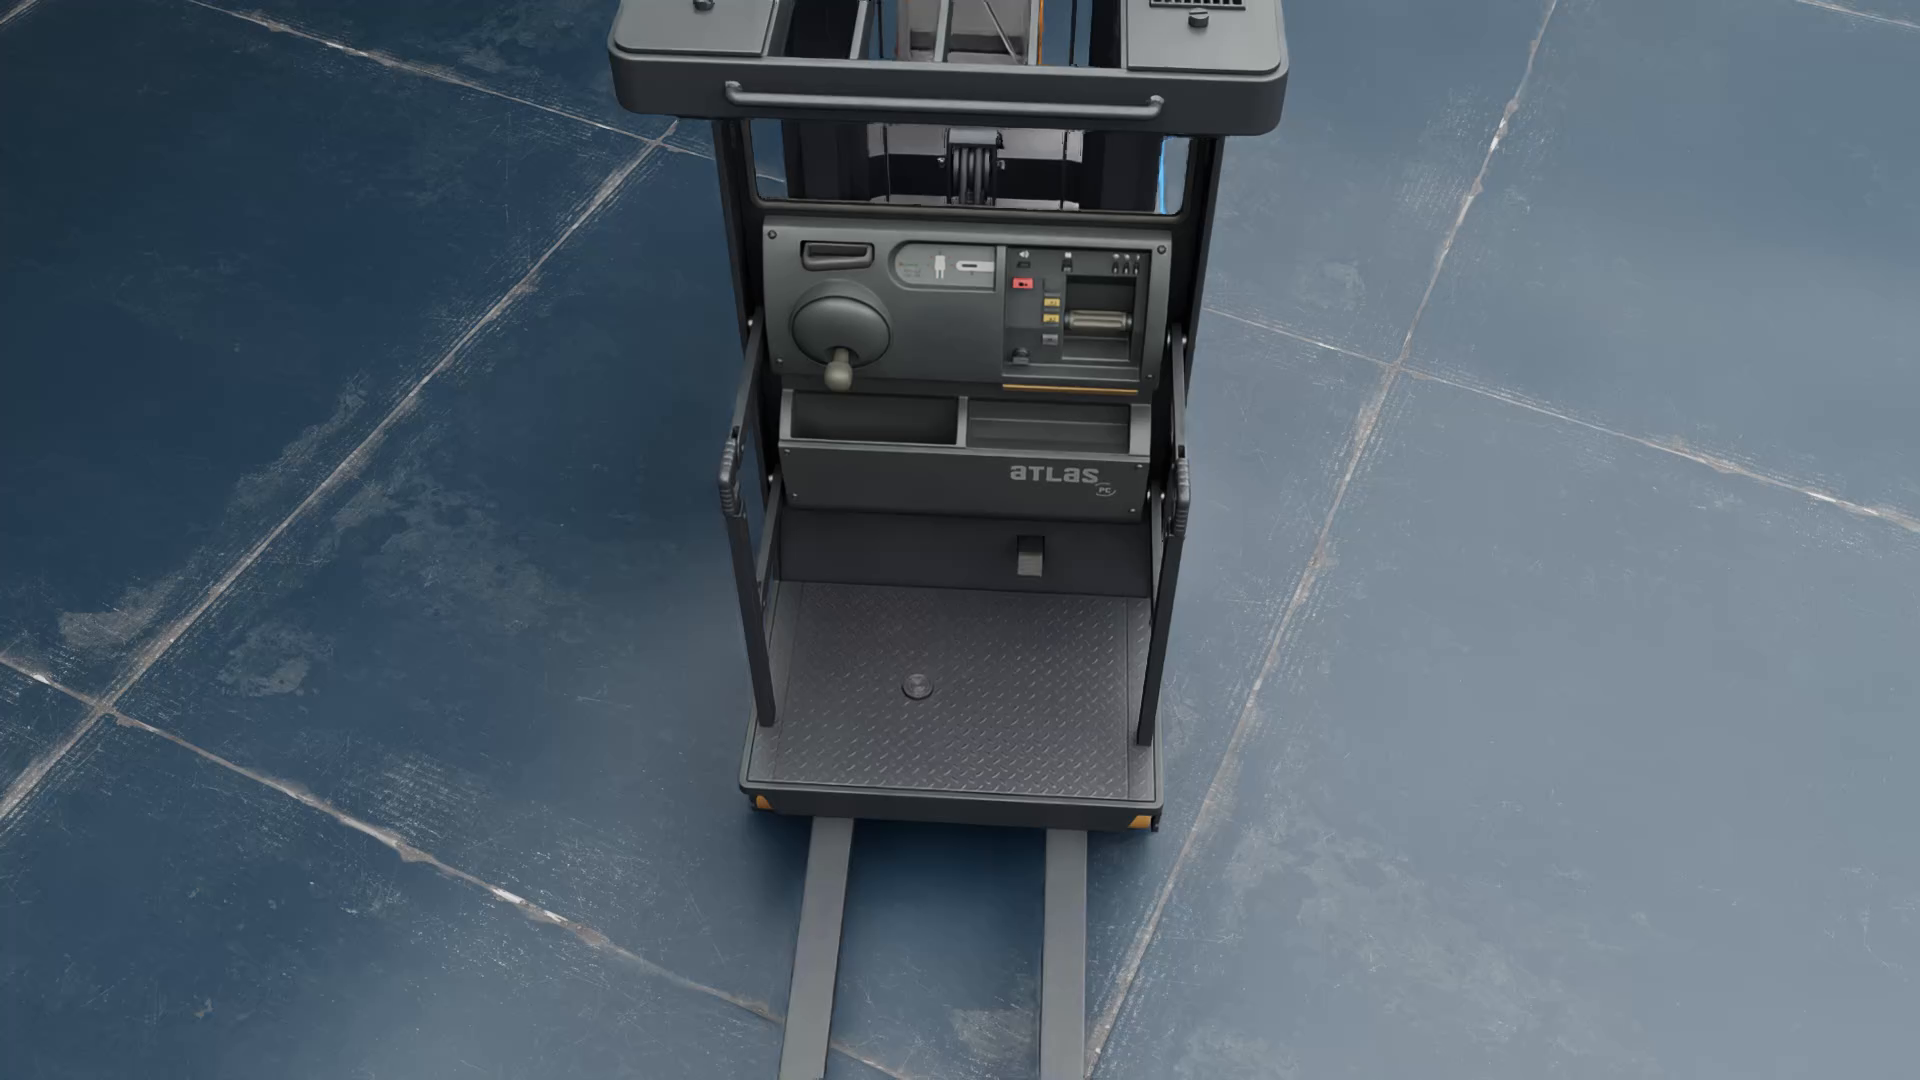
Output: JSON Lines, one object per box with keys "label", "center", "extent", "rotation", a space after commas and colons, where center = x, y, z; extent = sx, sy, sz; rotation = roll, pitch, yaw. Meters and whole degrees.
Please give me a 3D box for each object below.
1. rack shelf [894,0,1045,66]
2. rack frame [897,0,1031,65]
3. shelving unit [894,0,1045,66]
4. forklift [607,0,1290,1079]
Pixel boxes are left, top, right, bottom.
{"label": "rack shelf", "center": [0.040, -1.516, 5.175], "extent": [0.431, 0.518, 0.480], "rotation": [4, 49, 3]}
{"label": "rack frame", "center": [0.018, -1.342, 5.004], "extent": [0.400, 2.100, 0.015], "rotation": [4, 49, 3]}
{"label": "shelving unit", "center": [0.040, -1.525, 5.164], "extent": [0.431, 2.100, 0.503], "rotation": [4, 49, 3]}
{"label": "forklift", "center": [0.002, -0.426, 3.688], "extent": [1.130, 2.935, 3.031], "rotation": [3, 50, 2]}
